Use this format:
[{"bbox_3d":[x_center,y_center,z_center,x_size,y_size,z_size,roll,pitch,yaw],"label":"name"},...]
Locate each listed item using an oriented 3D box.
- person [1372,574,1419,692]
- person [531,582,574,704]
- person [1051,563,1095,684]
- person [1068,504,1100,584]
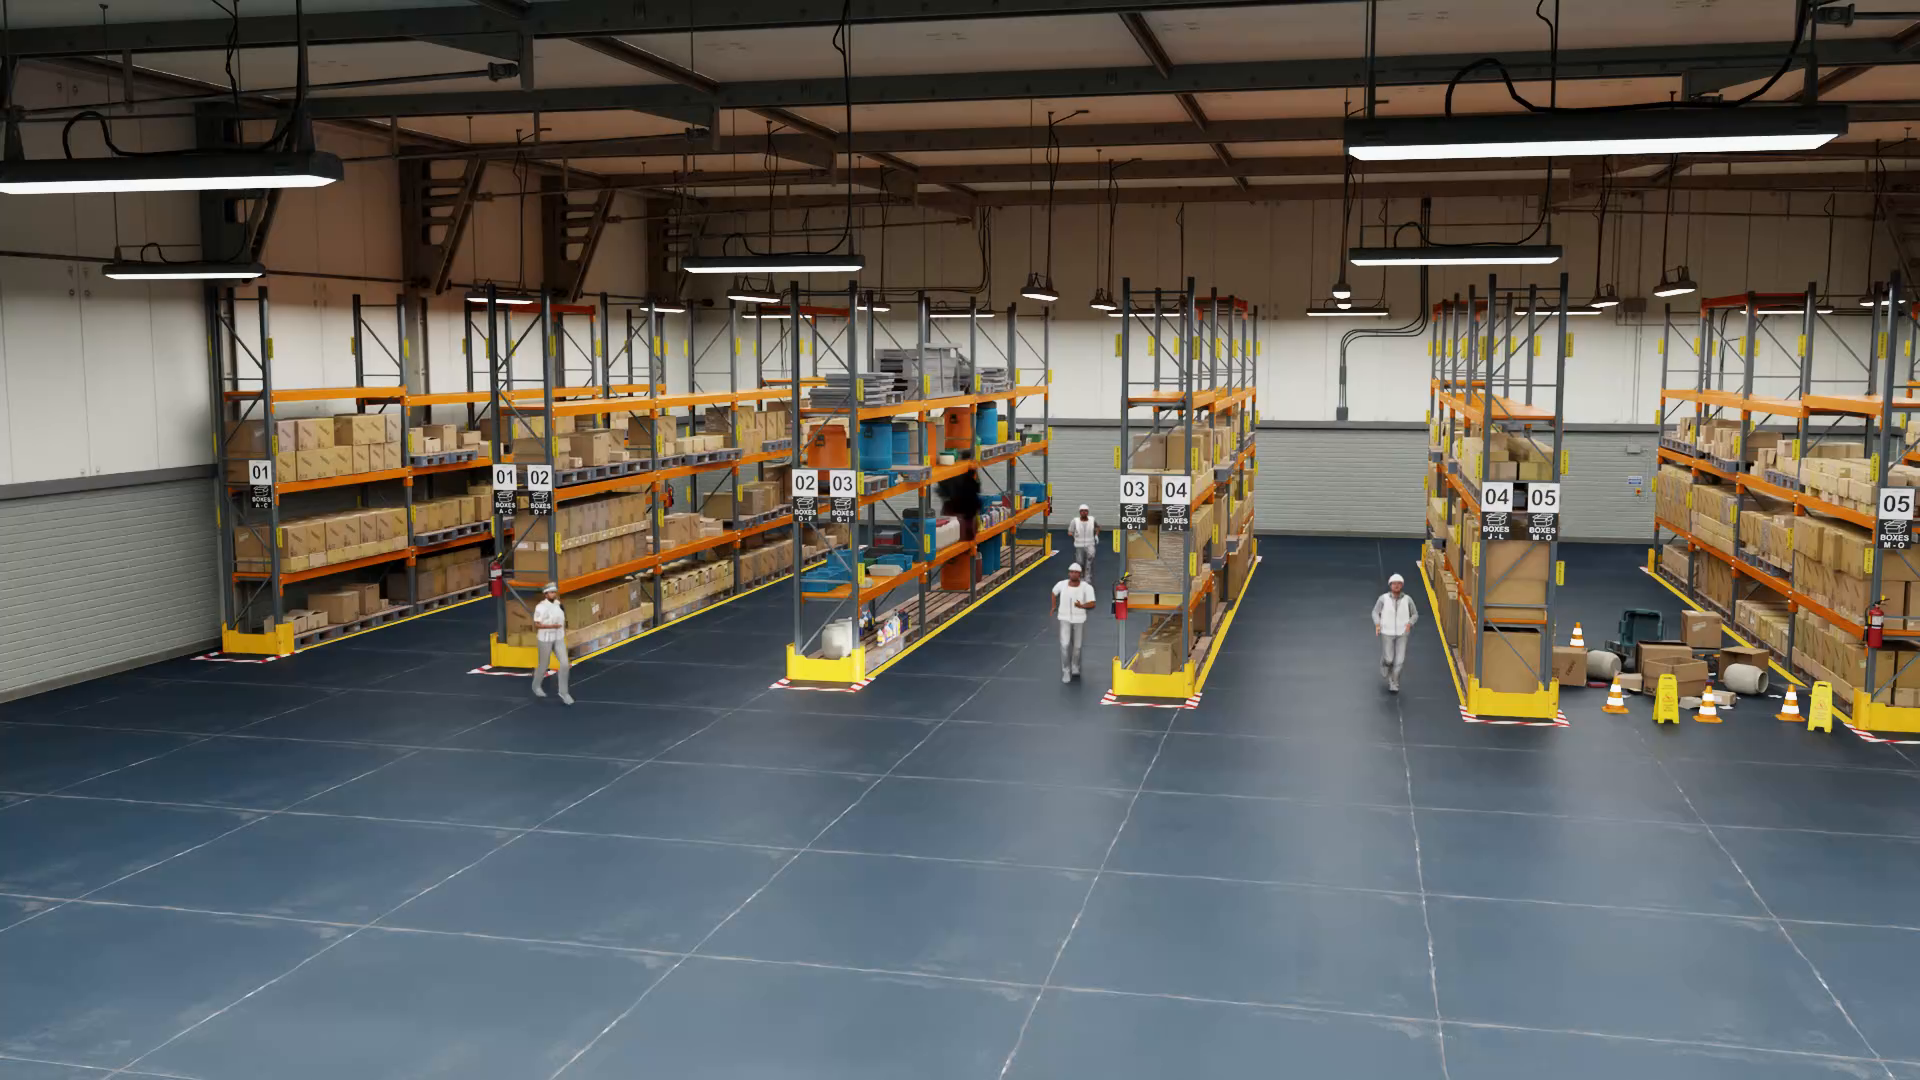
[{"bbox_3d":[6.385,1.362,24.398,0.672,1.728,0.573,1,7,10],"label":"person"},{"bbox_3d":[-5.835,1.453,23.617,0.789,1.751,0.571,6,9,43],"label":"person"},{"bbox_3d":[1.702,1.253,25.107,0.672,1.824,0.734,1,7,5],"label":"person"},{"bbox_3d":[2.557,0.128,34.330,0.672,1.750,0.928,1,7,5],"label":"person"}]
